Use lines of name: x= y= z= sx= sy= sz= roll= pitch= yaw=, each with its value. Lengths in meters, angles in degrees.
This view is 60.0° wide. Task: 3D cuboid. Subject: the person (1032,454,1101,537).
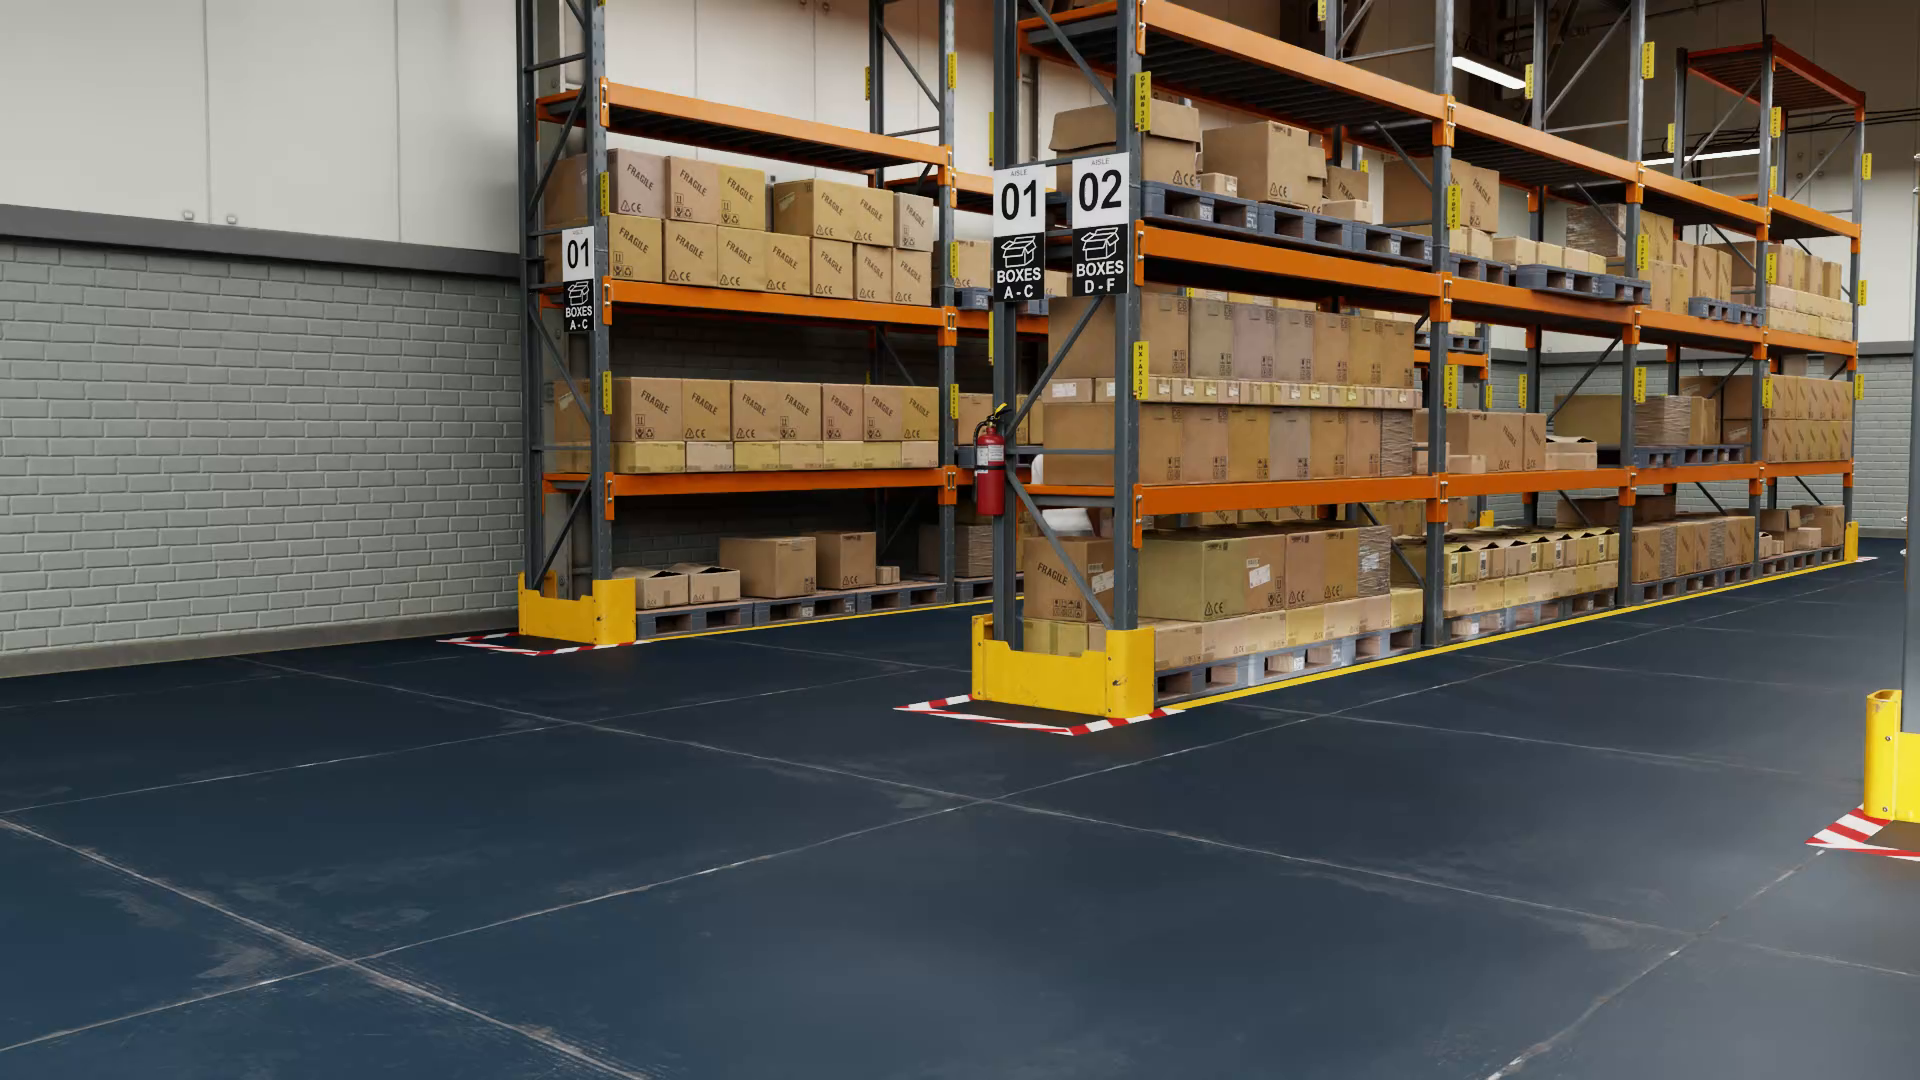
person: x=0.814 y=-0.055 z=12.482 sx=0.577 sy=1.784 sz=0.366 roll=3 pitch=5 yaw=42
